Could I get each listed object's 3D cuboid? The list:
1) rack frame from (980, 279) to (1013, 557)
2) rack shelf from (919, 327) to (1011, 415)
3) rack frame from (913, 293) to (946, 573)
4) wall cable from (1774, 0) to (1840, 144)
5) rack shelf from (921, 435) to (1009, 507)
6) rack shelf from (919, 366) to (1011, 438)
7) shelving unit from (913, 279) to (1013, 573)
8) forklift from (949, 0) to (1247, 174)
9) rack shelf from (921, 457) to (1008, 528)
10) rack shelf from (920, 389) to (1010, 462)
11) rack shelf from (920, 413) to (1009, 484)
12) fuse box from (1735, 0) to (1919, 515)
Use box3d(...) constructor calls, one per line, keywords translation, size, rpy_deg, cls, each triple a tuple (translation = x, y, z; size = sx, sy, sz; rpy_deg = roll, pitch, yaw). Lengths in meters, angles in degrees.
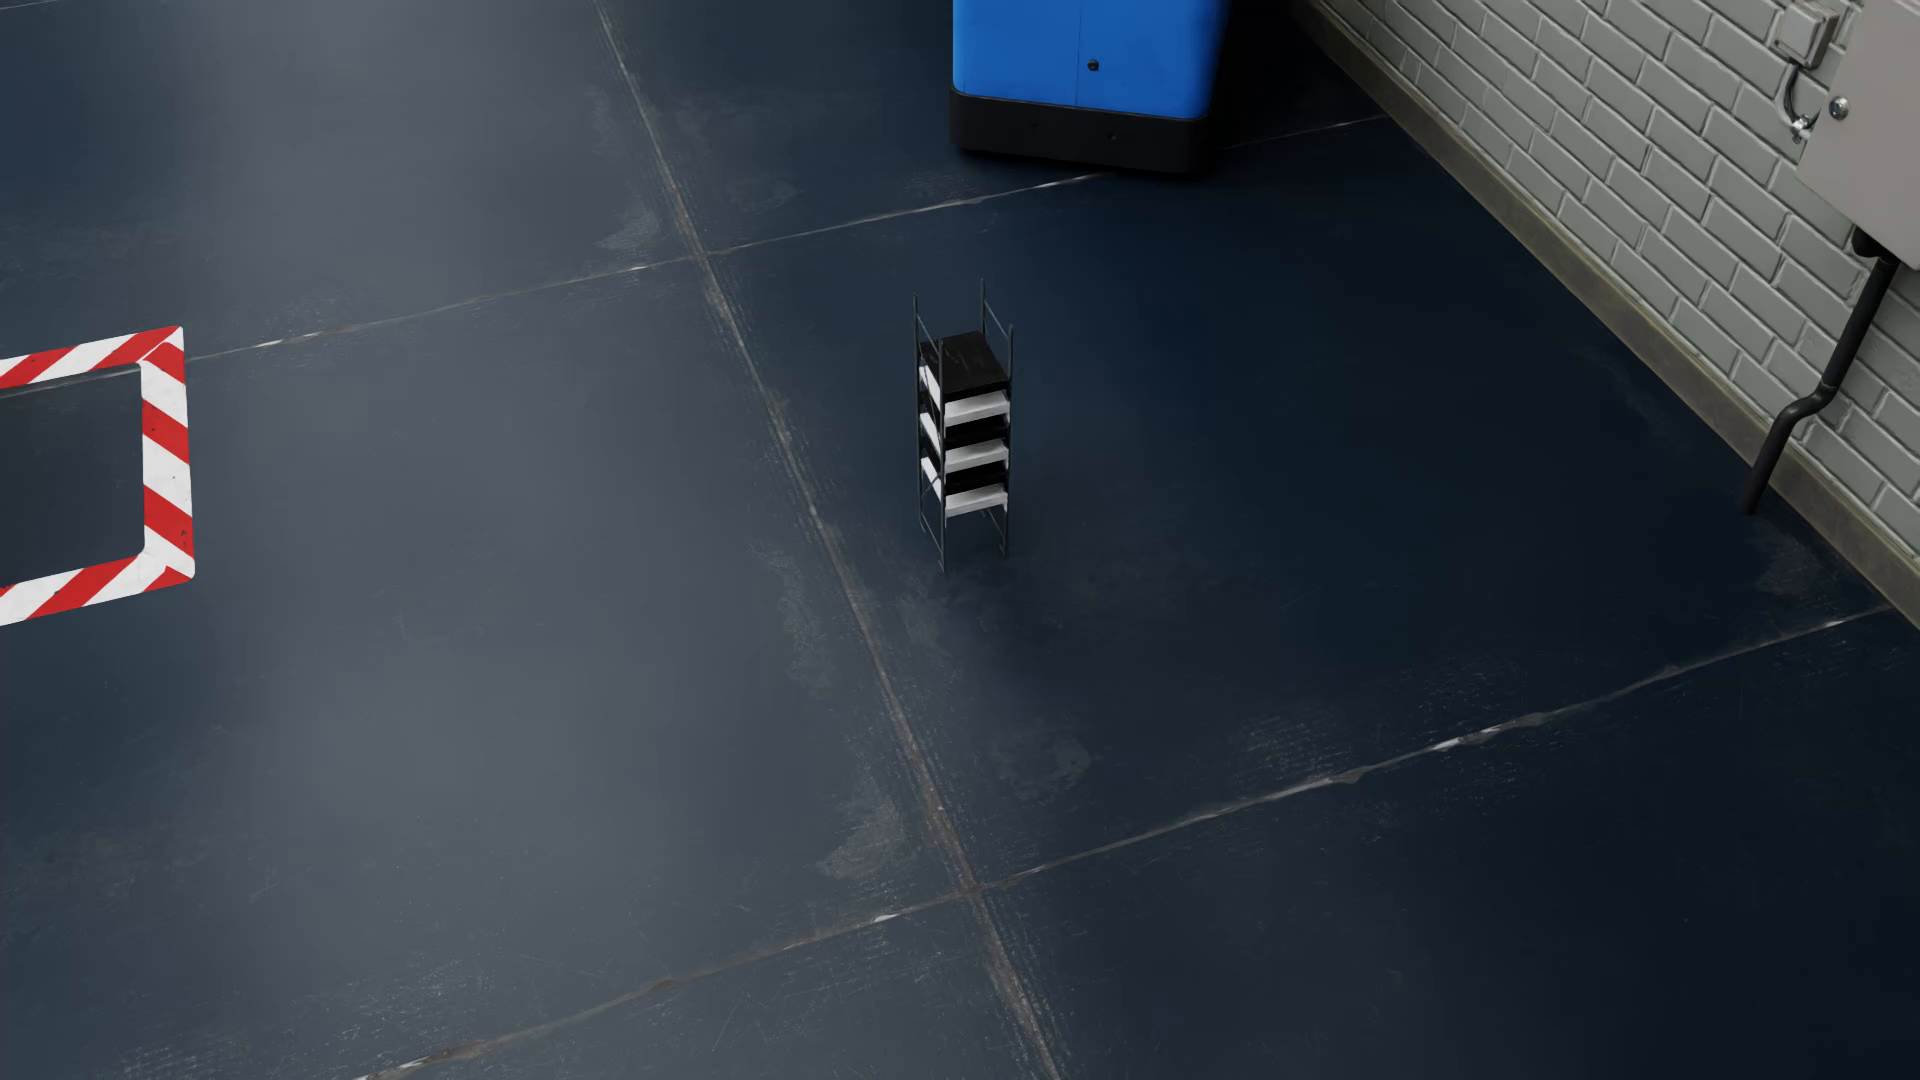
box3d(translation=(0.103, -0.344, 4.958), size=(0.006, 0.900, 0.240), rpy_deg=(-14, 47, -14), cls="rack frame")
box3d(translation=(0.008, -0.487, 4.766), size=(0.200, 0.077, 0.258), rpy_deg=(-14, 47, -14), cls="rack shelf")
box3d(translation=(-0.088, -0.295, 4.909), size=(0.006, 0.900, 0.240), rpy_deg=(-14, 47, -14), cls="rack frame")
box3d(translation=(2.424, -1.985, 4.393), size=(0.122, 1.984, 0.588), rpy_deg=(-14, 47, -14), cls="wall cable")
box3d(translation=(0.008, -0.233, 5.021), size=(0.200, 0.077, 0.258), rpy_deg=(-14, 47, -14), cls="rack shelf")
box3d(translation=(0.008, -0.423, 4.829), size=(0.200, 0.077, 0.258), rpy_deg=(-14, 47, -14), cls="rack shelf")
box3d(translation=(0.008, -0.320, 4.933), size=(0.210, 0.900, 0.258), rpy_deg=(-14, 47, -14), cls="shelving unit")
box3d(translation=(0.773, -3.547, 6.716), size=(1.130, 2.935, 3.031), rpy_deg=(9, 46, 9), cls="forklift")
box3d(translation=(0.008, -0.169, 5.084), size=(0.200, 0.077, 0.258), rpy_deg=(-14, 47, -14), cls="rack shelf")
box3d(translation=(0.008, -0.360, 4.893), size=(0.200, 0.077, 0.258), rpy_deg=(-14, 47, -14), cls="rack shelf")
box3d(translation=(0.008, -0.296, 4.957), size=(0.200, 0.077, 0.258), rpy_deg=(-14, 47, -14), cls="rack shelf")
box3d(translation=(2.508, -0.679, 4.718), size=(0.414, 1.711, 0.539), rpy_deg=(-14, 47, -14), cls="fuse box")
